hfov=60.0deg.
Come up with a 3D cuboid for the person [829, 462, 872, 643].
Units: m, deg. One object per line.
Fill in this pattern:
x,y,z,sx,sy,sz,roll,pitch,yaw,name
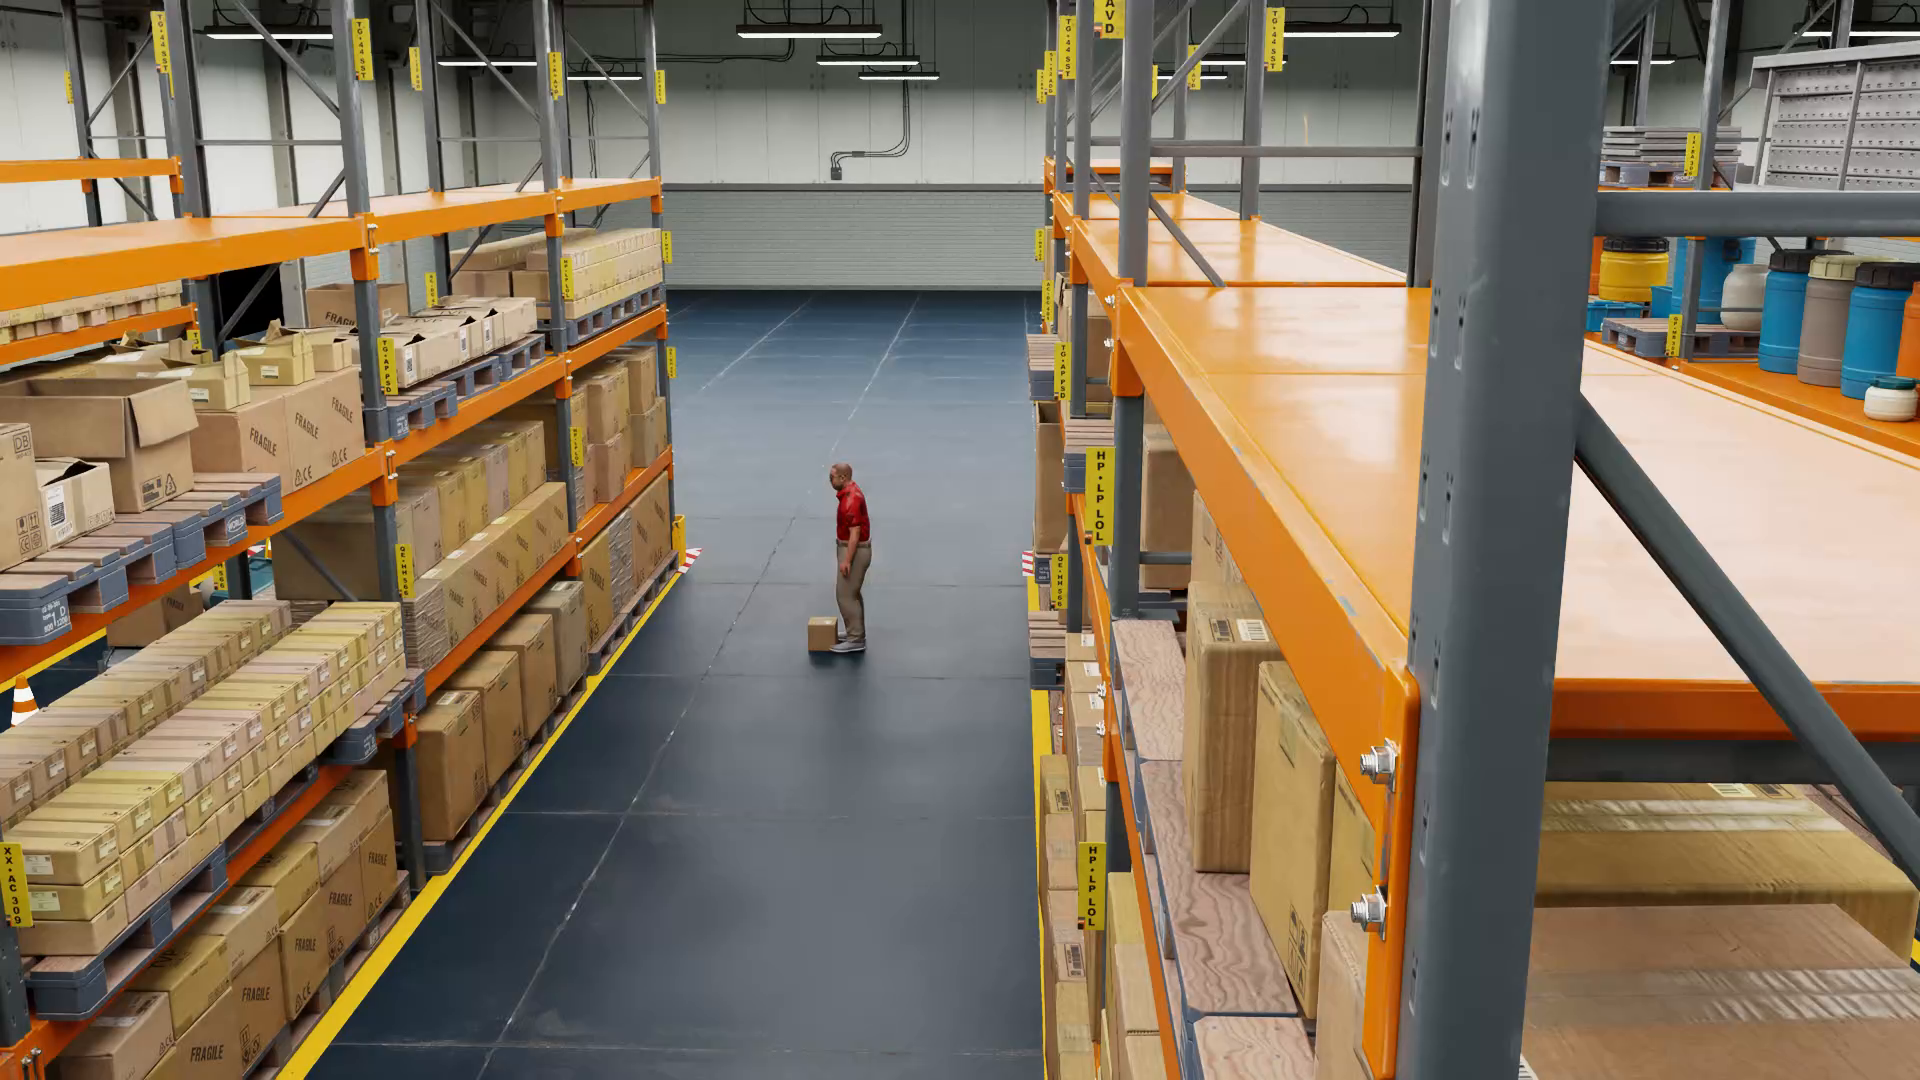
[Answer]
-0.984,0.106,14.948,0.372,1.657,0.593,0,14,-2,person
